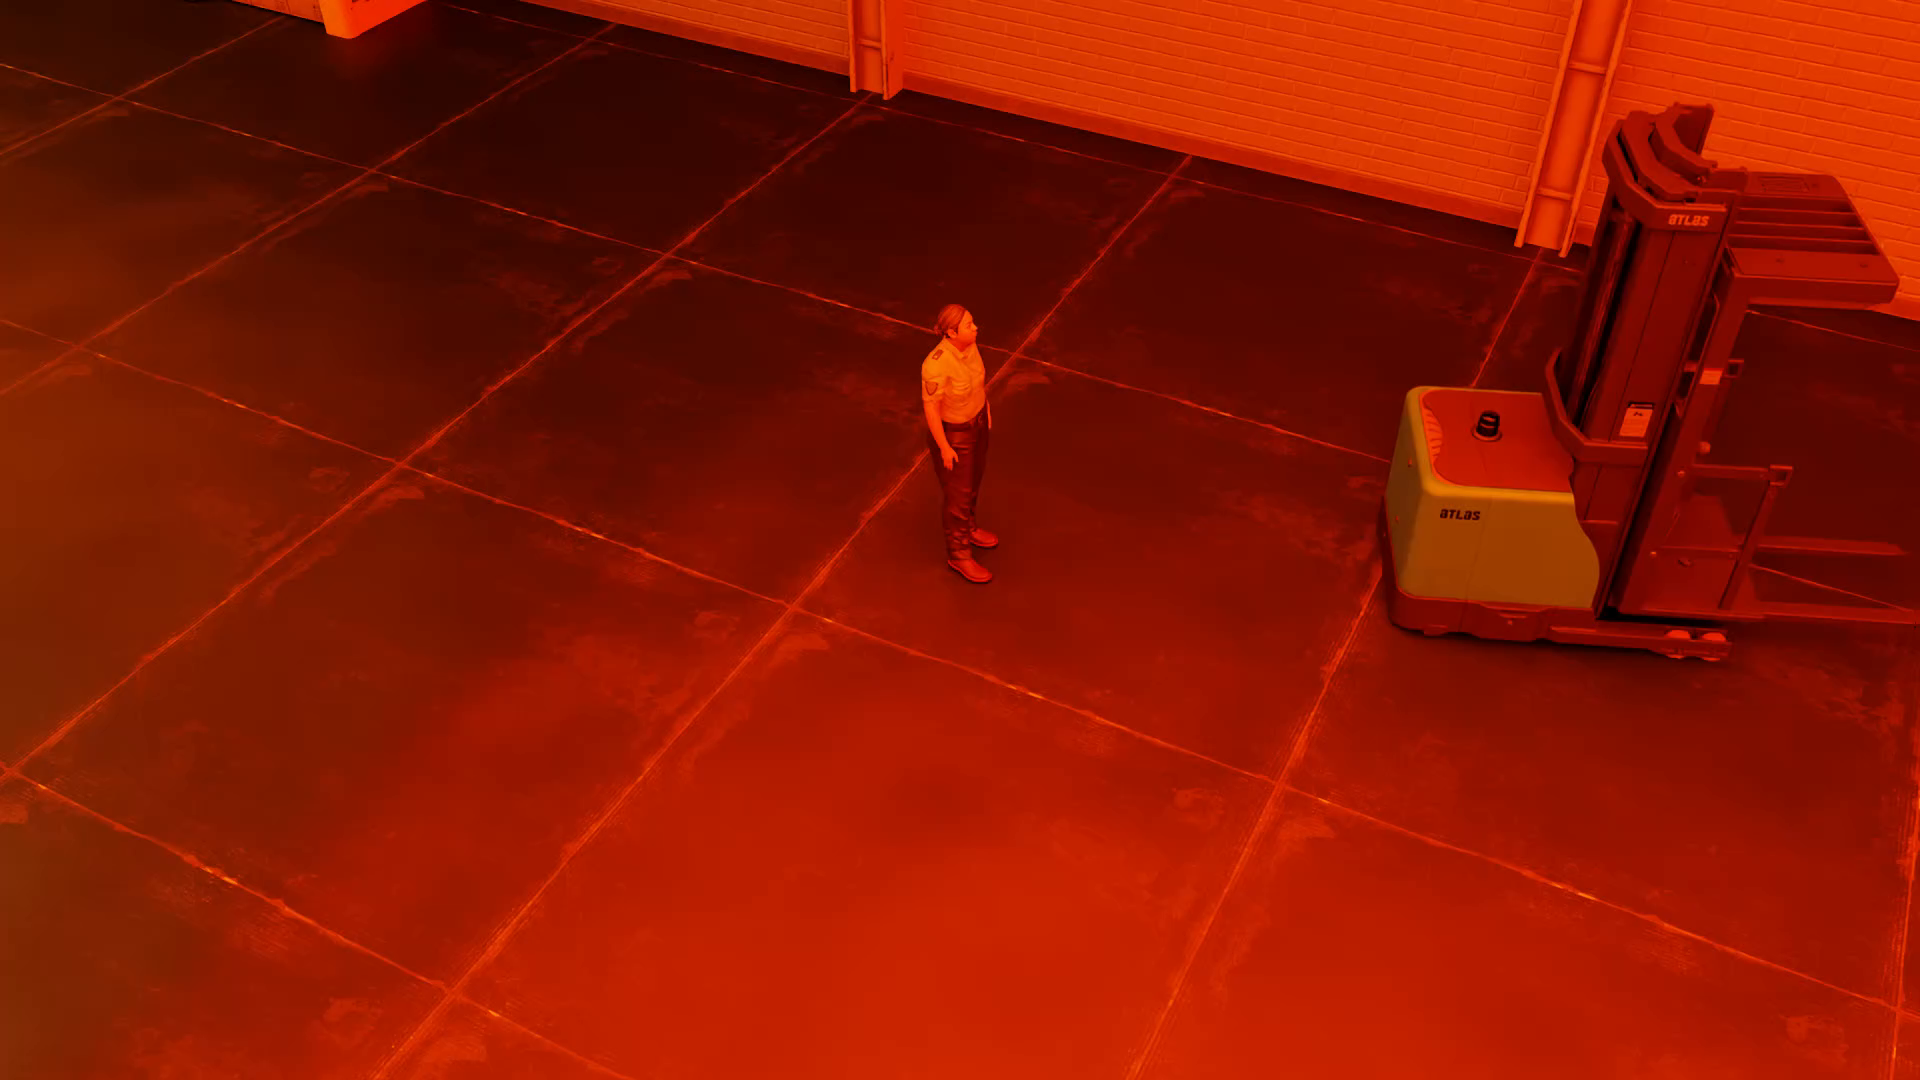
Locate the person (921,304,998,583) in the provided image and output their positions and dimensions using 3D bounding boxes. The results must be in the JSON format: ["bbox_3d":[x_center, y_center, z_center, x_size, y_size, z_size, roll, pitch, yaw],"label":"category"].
[{"bbox_3d":[0.069,-0.597,9.680,0.503,1.650,0.599,18,43,21],"label":"person"}]

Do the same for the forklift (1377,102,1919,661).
[{"bbox_3d":[4.038,-0.796,8.932,3.031,2.935,1.130,4,40,5],"label":"forklift"}]
